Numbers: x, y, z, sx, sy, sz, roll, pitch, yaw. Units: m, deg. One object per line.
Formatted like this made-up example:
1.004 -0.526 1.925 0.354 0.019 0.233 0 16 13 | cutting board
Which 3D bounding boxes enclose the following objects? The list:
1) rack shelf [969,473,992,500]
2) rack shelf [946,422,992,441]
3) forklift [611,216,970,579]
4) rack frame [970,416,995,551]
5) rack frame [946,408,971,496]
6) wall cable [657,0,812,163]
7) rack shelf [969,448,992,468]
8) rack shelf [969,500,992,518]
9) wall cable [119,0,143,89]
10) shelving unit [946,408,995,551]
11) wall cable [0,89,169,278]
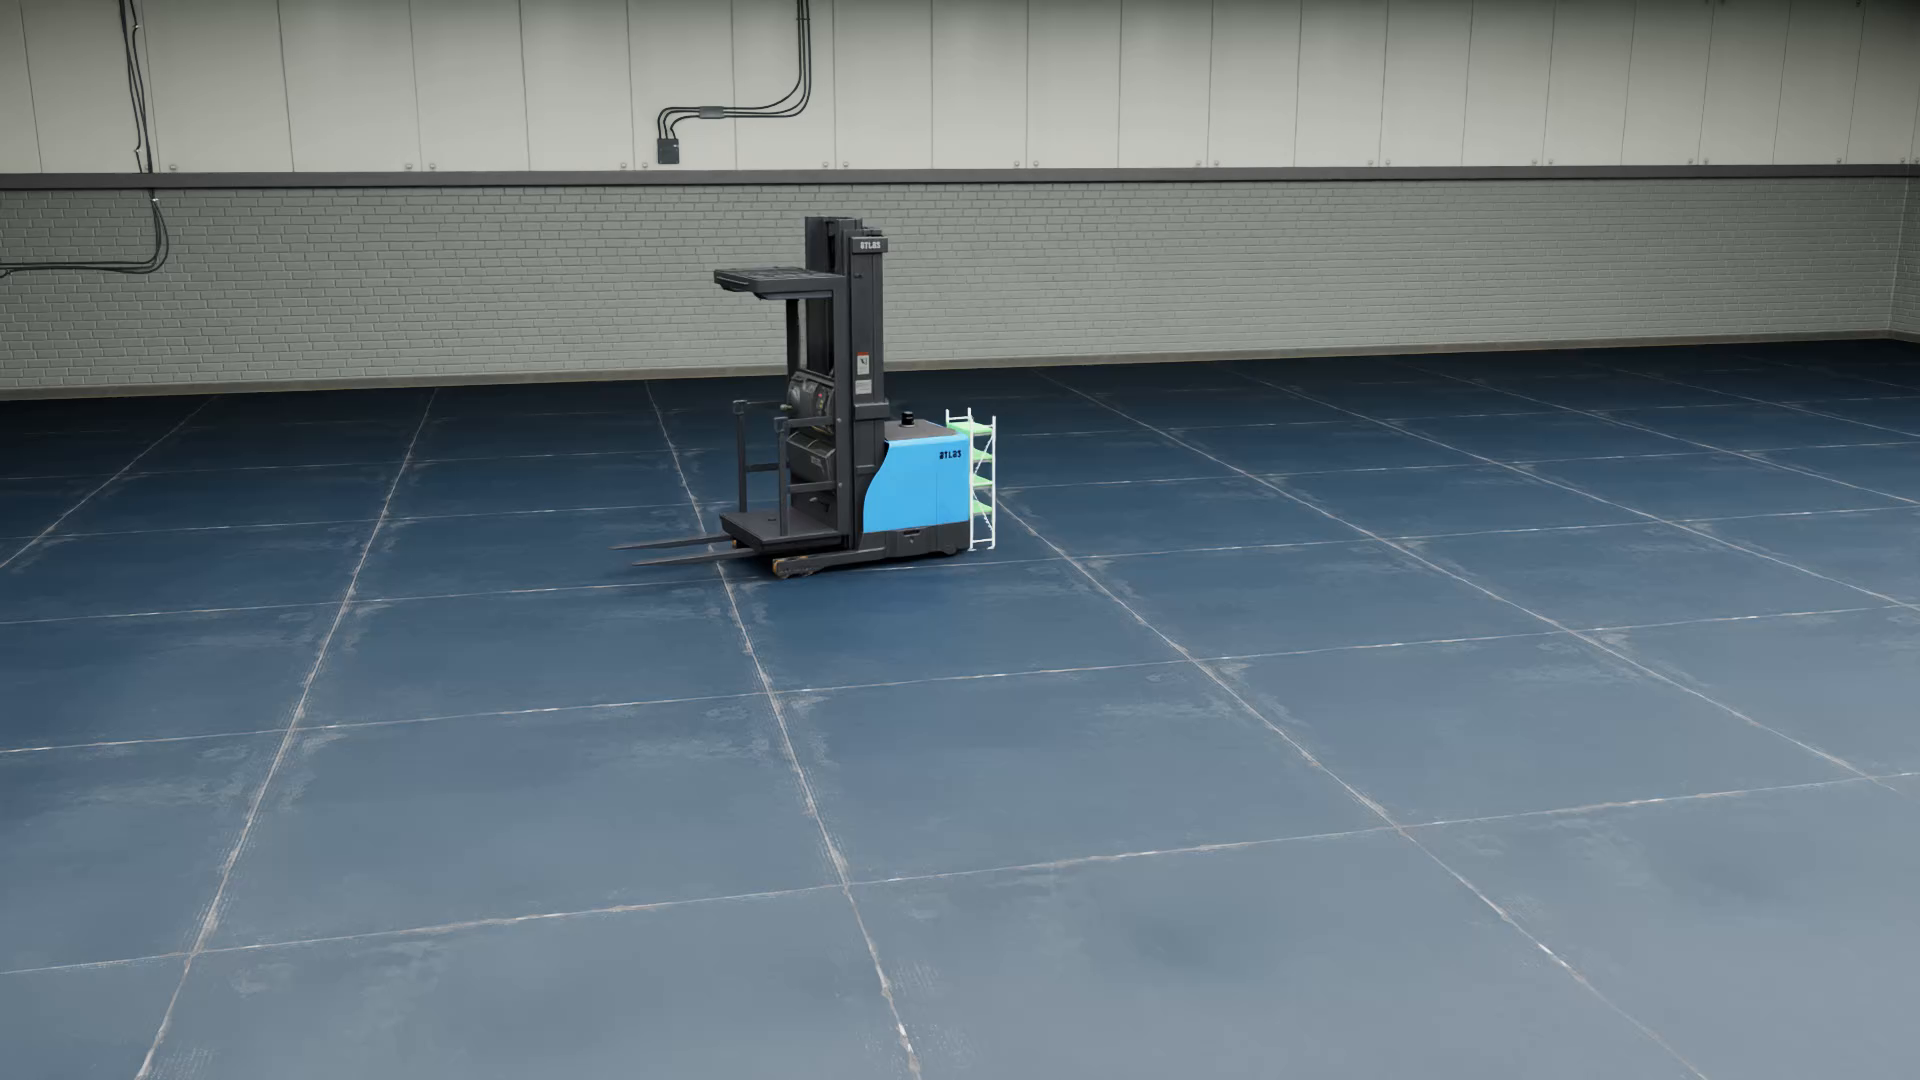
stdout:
0.093 -0.488 14.989 0.258 0.148 0.480 -7 15 -25 | rack shelf
0.093 -0.954 14.875 0.258 0.148 0.480 -7 15 -25 | rack shelf
-1.458 -1.242 14.158 3.031 2.935 1.130 -7 15 -26 | forklift
0.200 -0.498 14.761 0.240 1.200 0.015 -7 15 -25 | rack frame
-0.015 -0.602 15.187 0.240 1.200 0.015 -7 15 -25 | rack frame
-3.322 -8.533 24.049 2.305 6.003 0.169 -3 14 -13 | wall cable
0.093 -0.721 14.932 0.258 0.148 0.480 -7 15 -25 | rack shelf
0.093 -0.255 15.046 0.258 0.148 0.480 -7 15 -25 | rack shelf
-9.924 -7.451 22.688 3.097 2.526 0.112 -3 14 -13 | wall cable
0.093 -0.550 14.974 0.258 1.200 0.503 -7 15 -25 | shelving unit
-12.554 -4.847 22.670 3.097 2.526 0.112 -3 14 -13 | wall cable
